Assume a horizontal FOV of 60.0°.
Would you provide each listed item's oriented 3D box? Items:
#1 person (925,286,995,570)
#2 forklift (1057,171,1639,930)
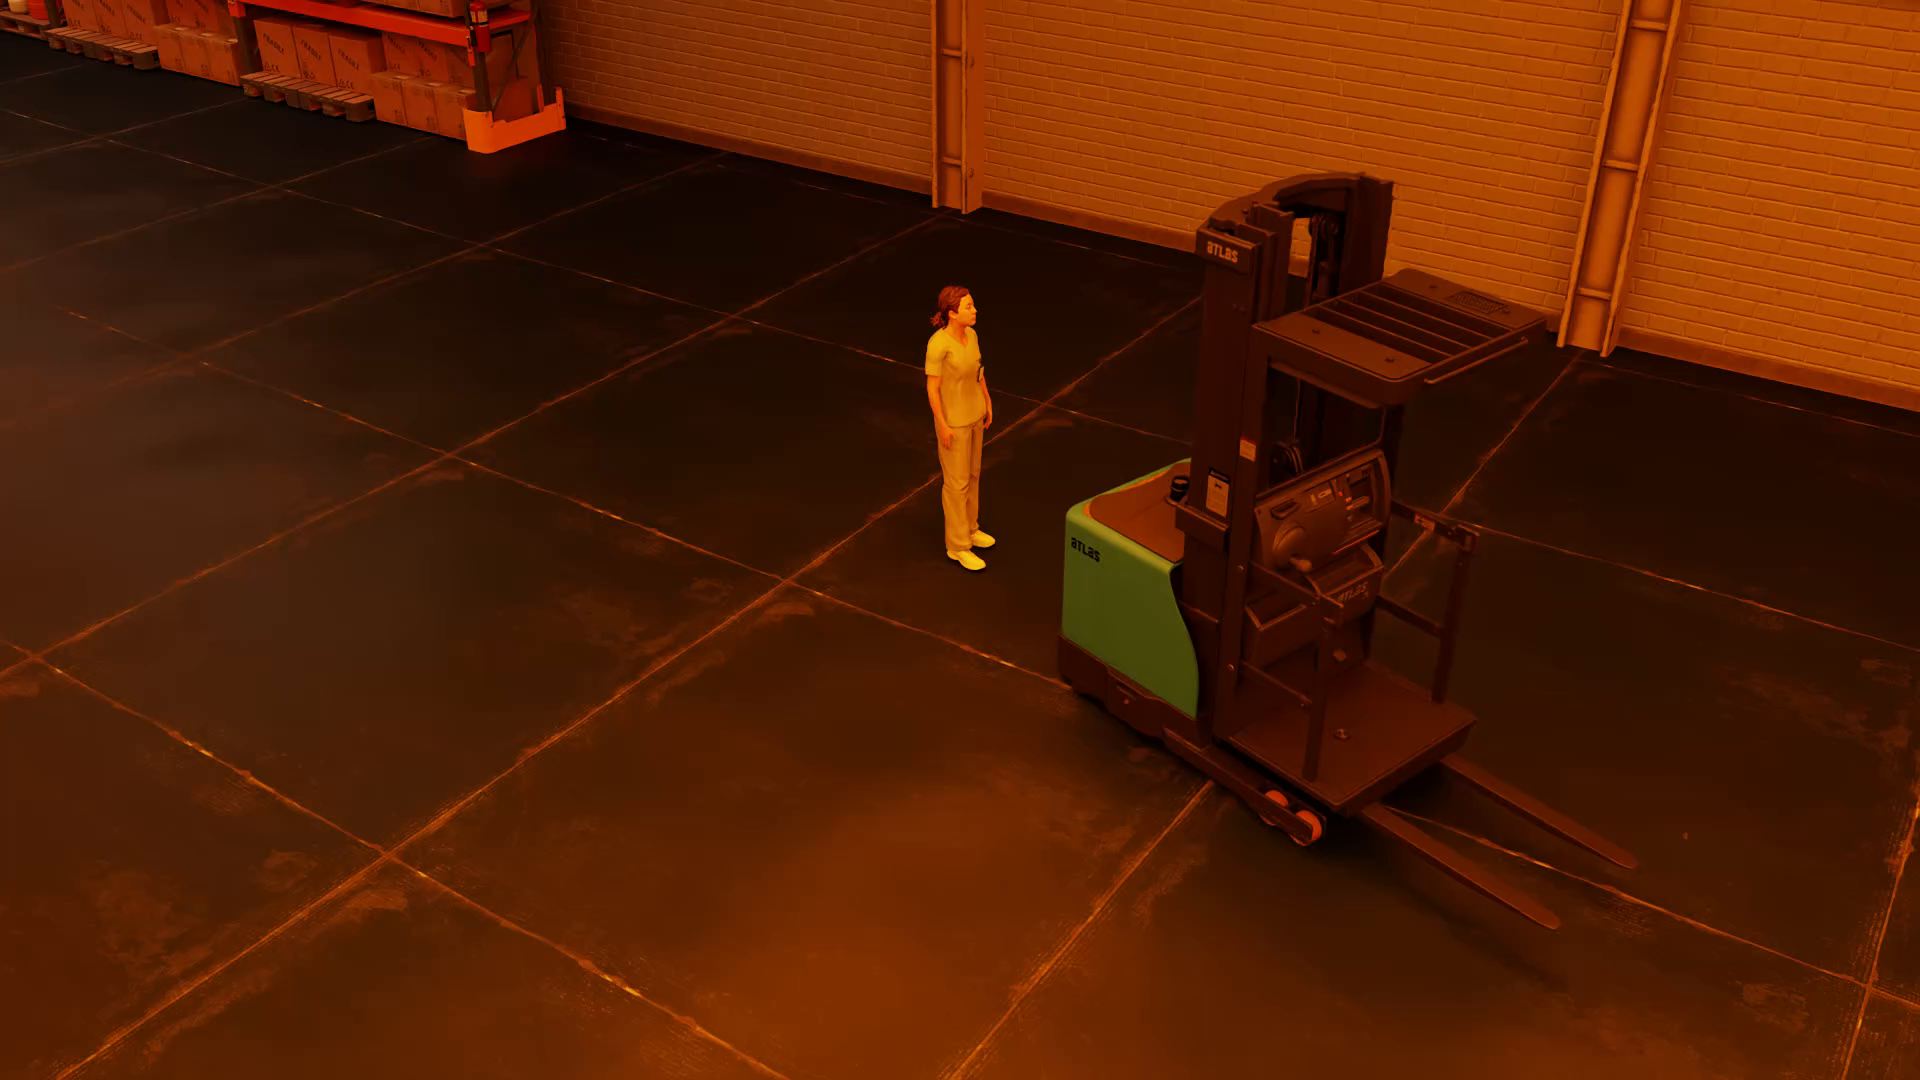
[{"bbox_3d":[0.060,-0.702,10.027,0.533,1.675,0.550,19,35,29],"label":"person"},{"bbox_3d":[1.858,-0.088,7.733,1.130,2.935,3.031,-22,37,-33],"label":"forklift"}]
